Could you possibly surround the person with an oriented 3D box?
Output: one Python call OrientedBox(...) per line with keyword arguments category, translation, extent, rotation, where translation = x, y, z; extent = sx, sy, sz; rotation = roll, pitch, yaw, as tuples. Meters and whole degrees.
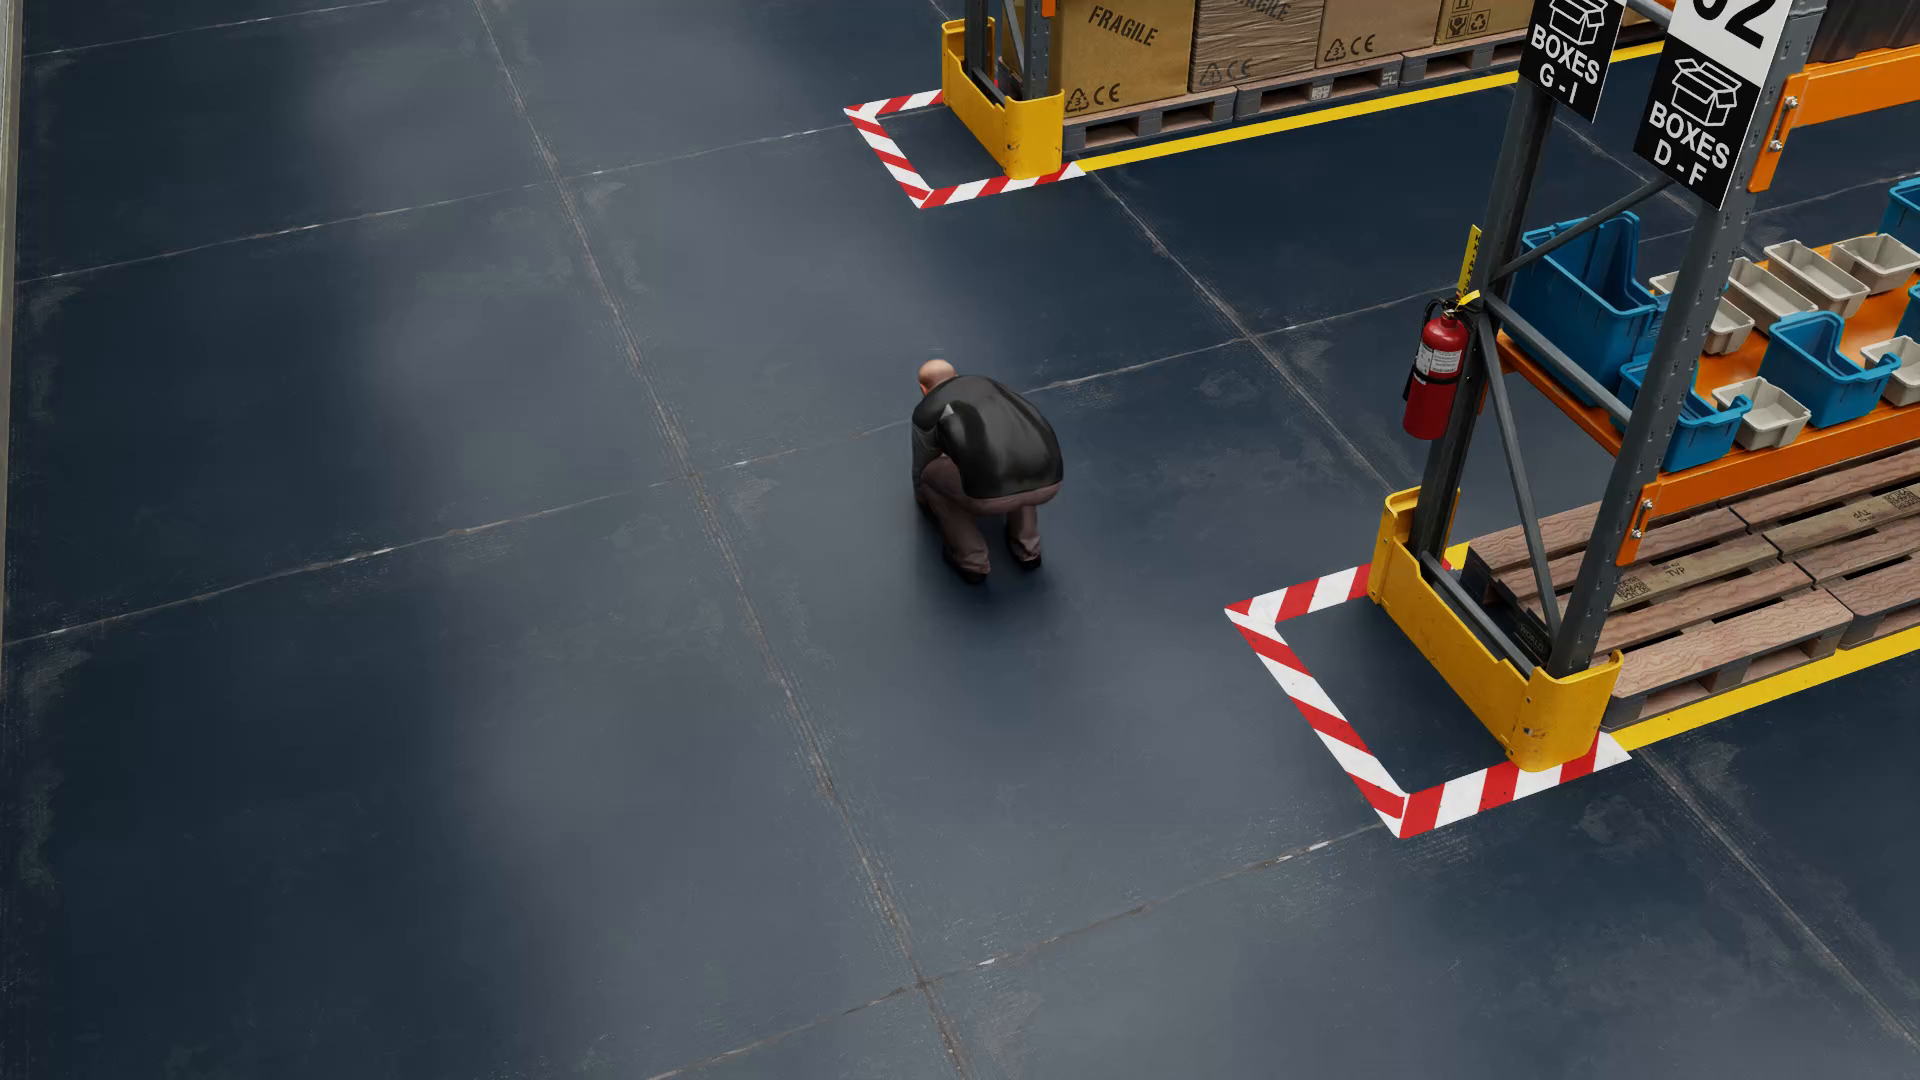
OrientedBox(category="person", translation=(0.077, -0.322, 7.229), extent=(0.514, 0.848, 0.953), rotation=(-17, 44, -18))
